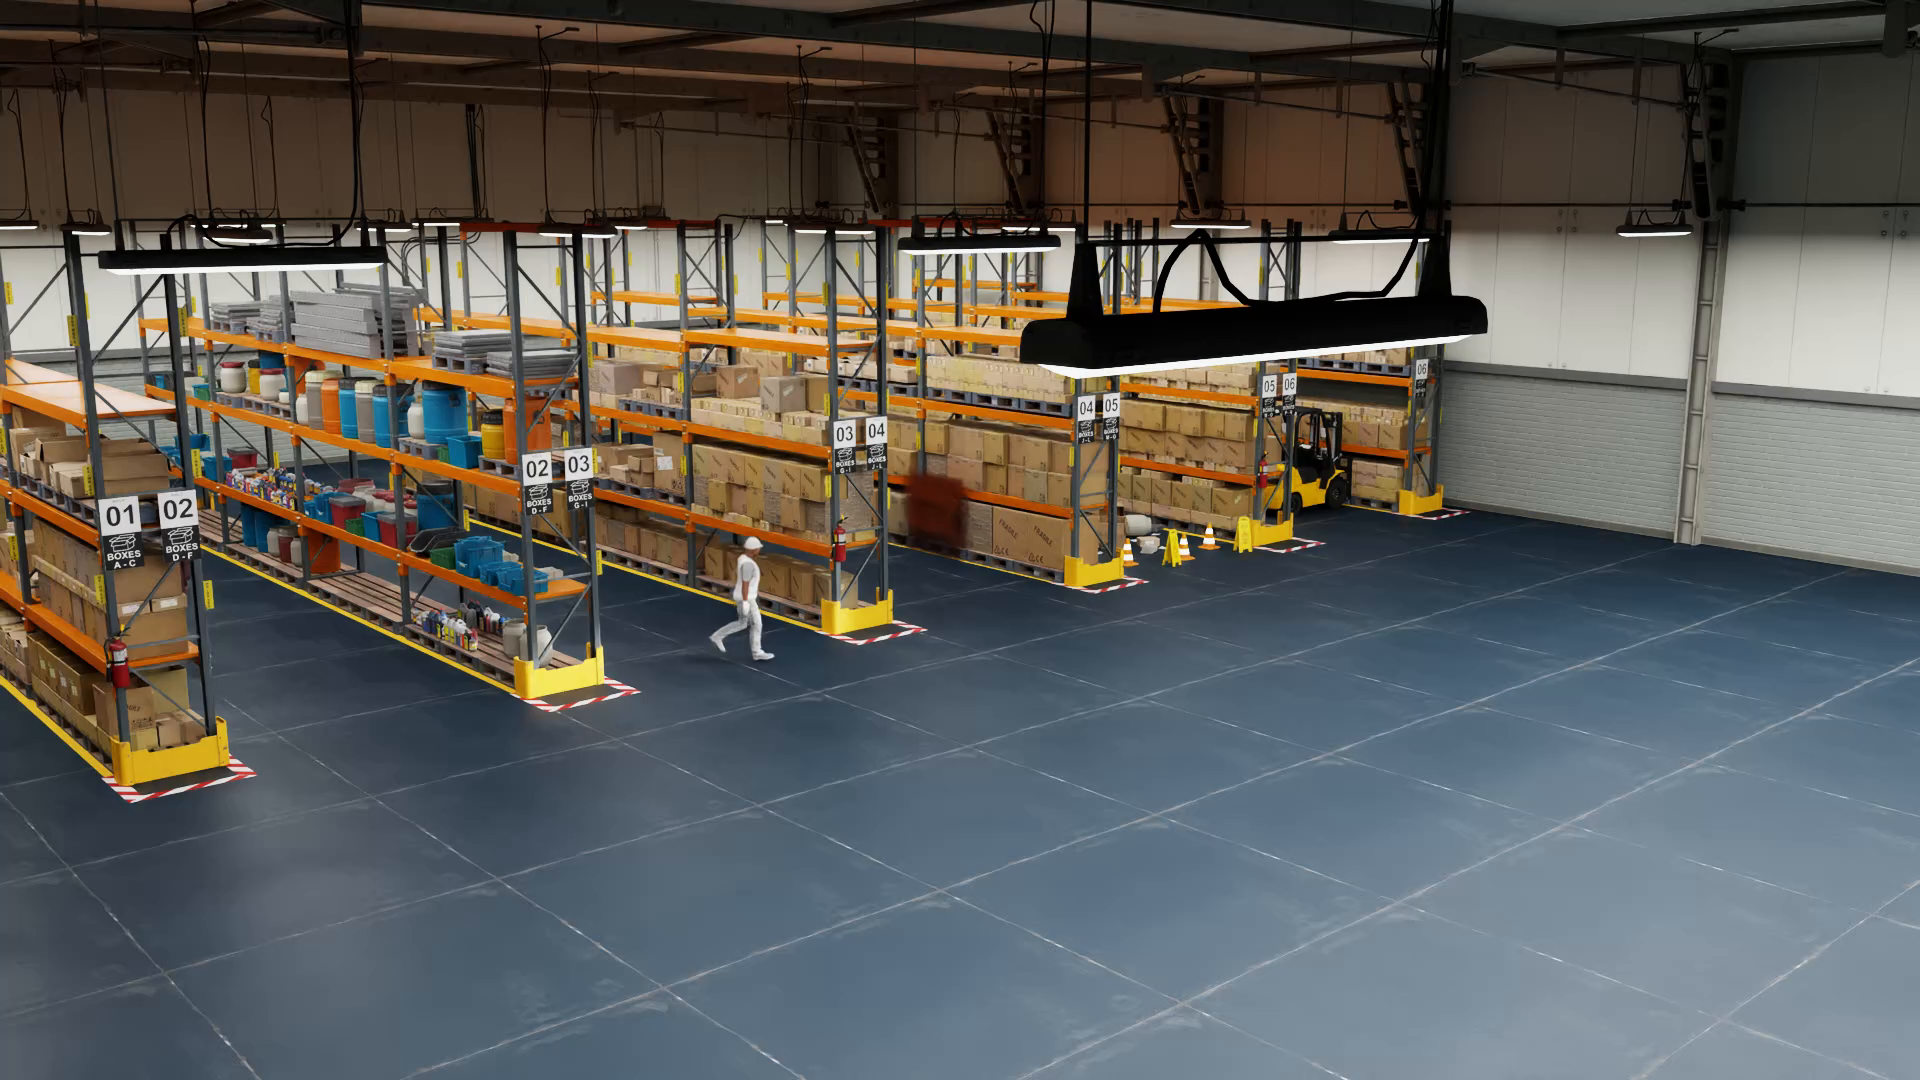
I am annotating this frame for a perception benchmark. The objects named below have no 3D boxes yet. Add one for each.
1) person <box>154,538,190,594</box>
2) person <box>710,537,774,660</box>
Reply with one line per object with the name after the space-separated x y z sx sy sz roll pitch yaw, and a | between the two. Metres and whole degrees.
-11.566 0.607 24.317 0.620 1.778 0.535 -9 14 -37 | person
-3.084 0.819 23.372 0.915 1.752 0.560 -1 11 -3 | person
